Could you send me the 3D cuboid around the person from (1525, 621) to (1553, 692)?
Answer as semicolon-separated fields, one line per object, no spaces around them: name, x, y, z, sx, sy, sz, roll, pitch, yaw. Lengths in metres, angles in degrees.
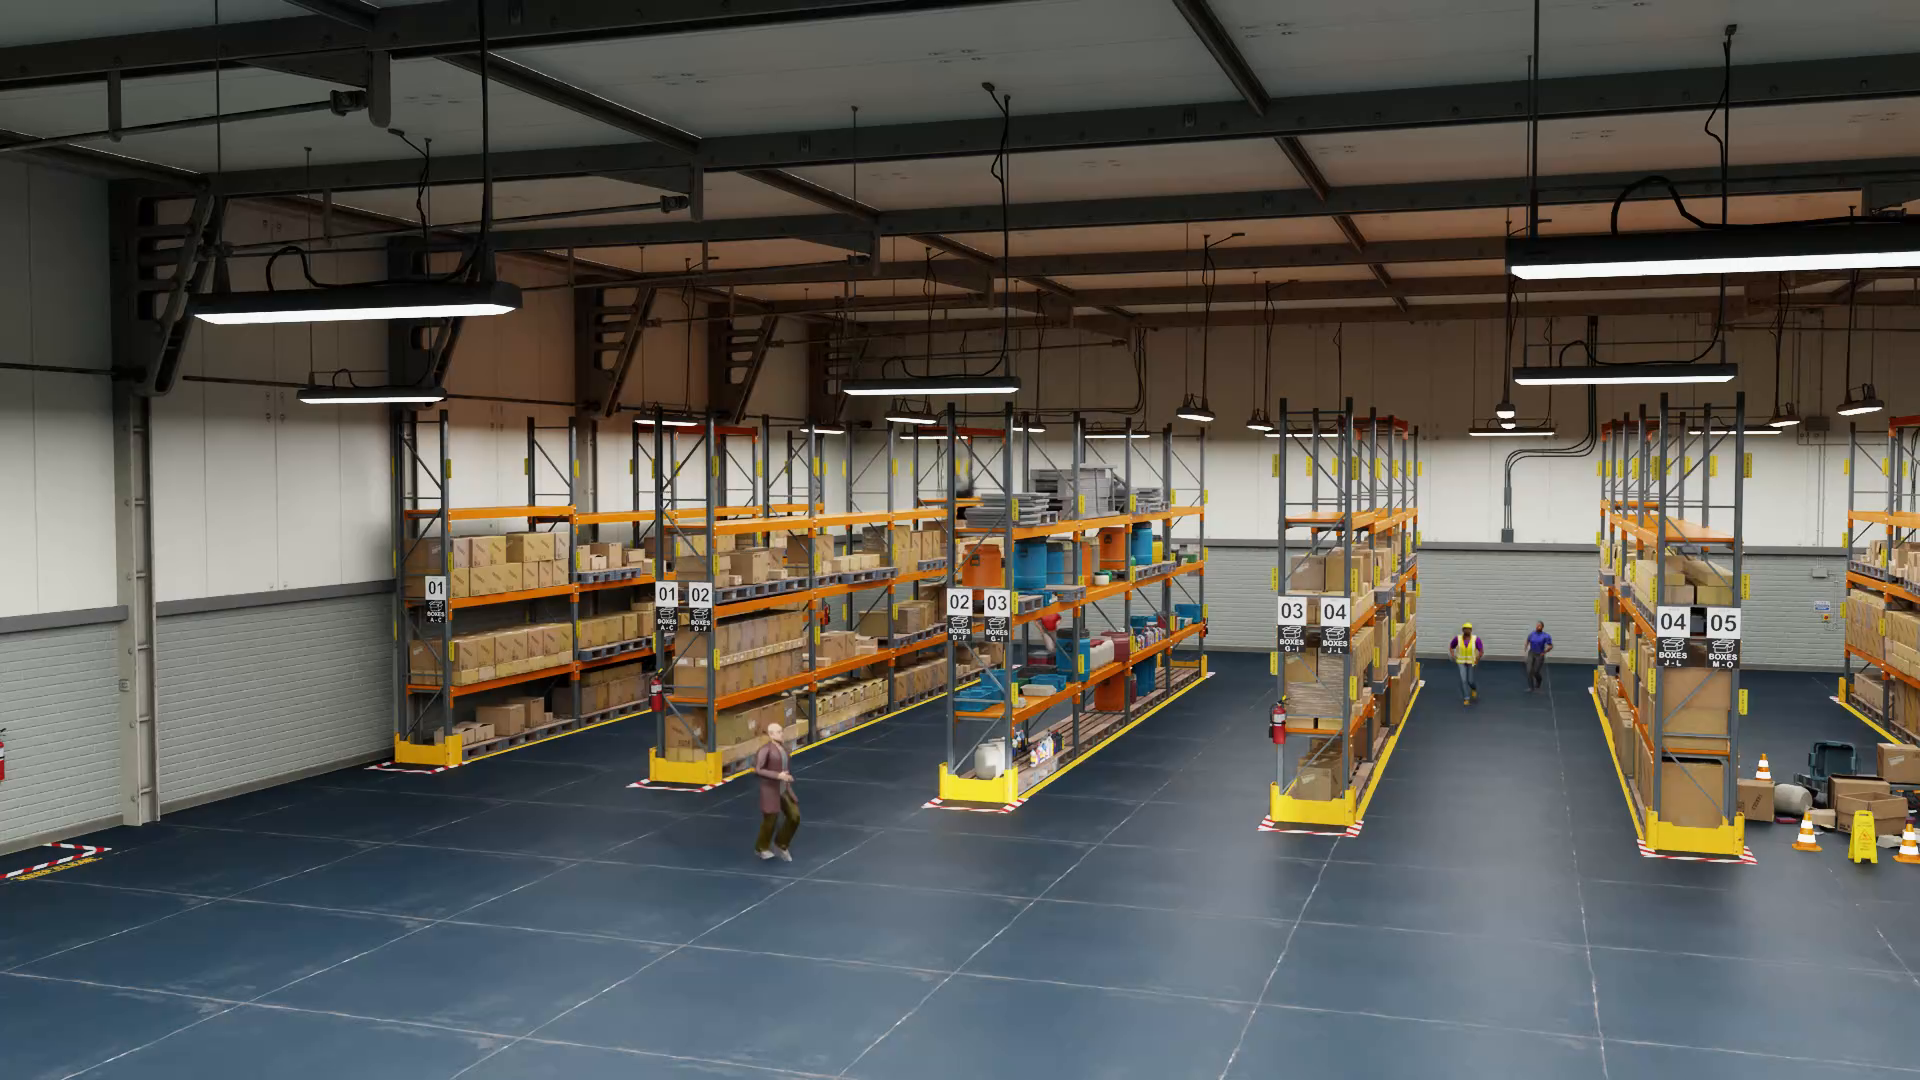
person;12.935;2.620;37.241;0.602;1.604;0.603;2;3;43

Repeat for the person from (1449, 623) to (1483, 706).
person;10.768;2.629;35.393;0.702;1.745;0.750;1;3;19

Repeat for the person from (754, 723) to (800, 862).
person;-2.332;3.225;21.094;0.770;1.804;0.701;2;3;38

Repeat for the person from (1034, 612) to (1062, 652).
person;2.222;2.388;41.350;0.657;1.762;0.729;-1;3;-20
